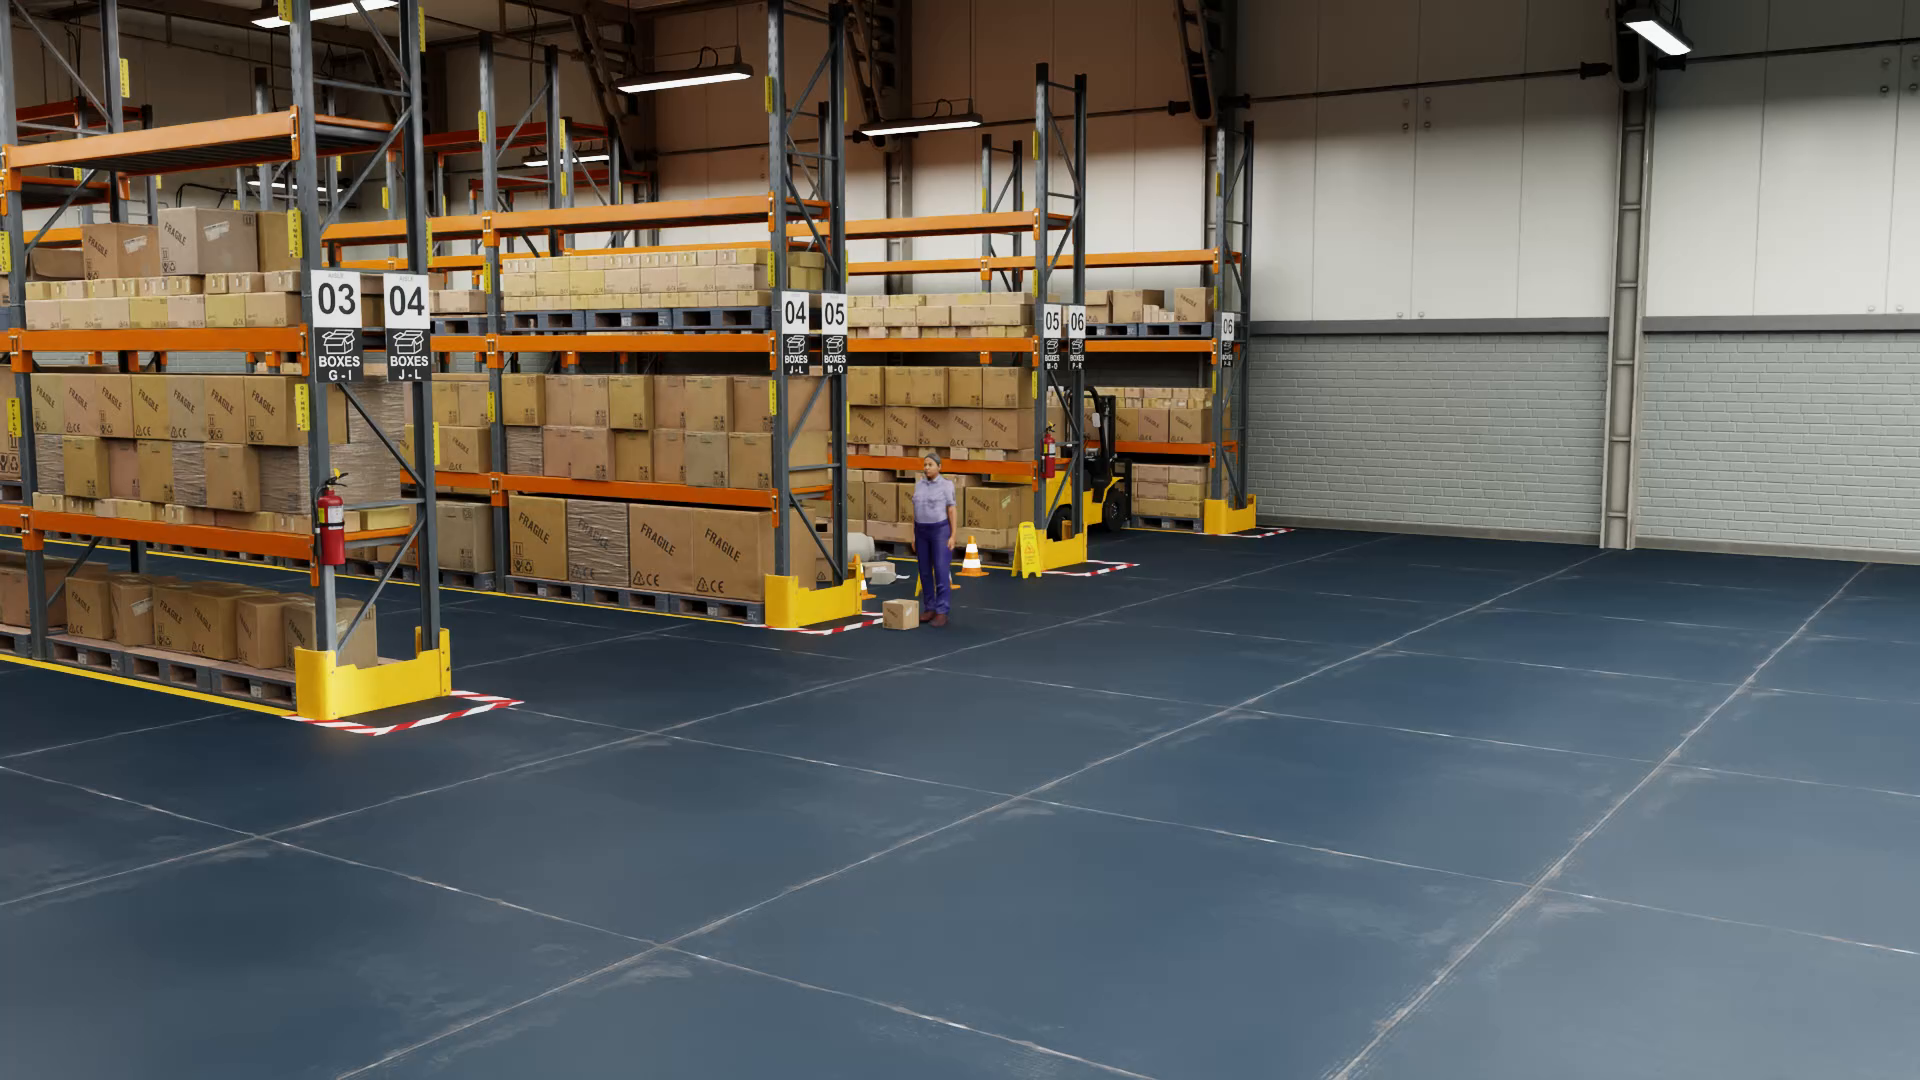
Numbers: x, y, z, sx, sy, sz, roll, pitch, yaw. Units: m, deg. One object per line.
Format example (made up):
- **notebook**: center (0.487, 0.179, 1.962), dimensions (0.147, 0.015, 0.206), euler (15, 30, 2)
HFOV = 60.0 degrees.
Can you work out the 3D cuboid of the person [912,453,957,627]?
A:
- **person**: center (-0.290, -0.019, 16.167), dimensions (0.504, 1.648, 0.530), euler (4, 8, 32)
